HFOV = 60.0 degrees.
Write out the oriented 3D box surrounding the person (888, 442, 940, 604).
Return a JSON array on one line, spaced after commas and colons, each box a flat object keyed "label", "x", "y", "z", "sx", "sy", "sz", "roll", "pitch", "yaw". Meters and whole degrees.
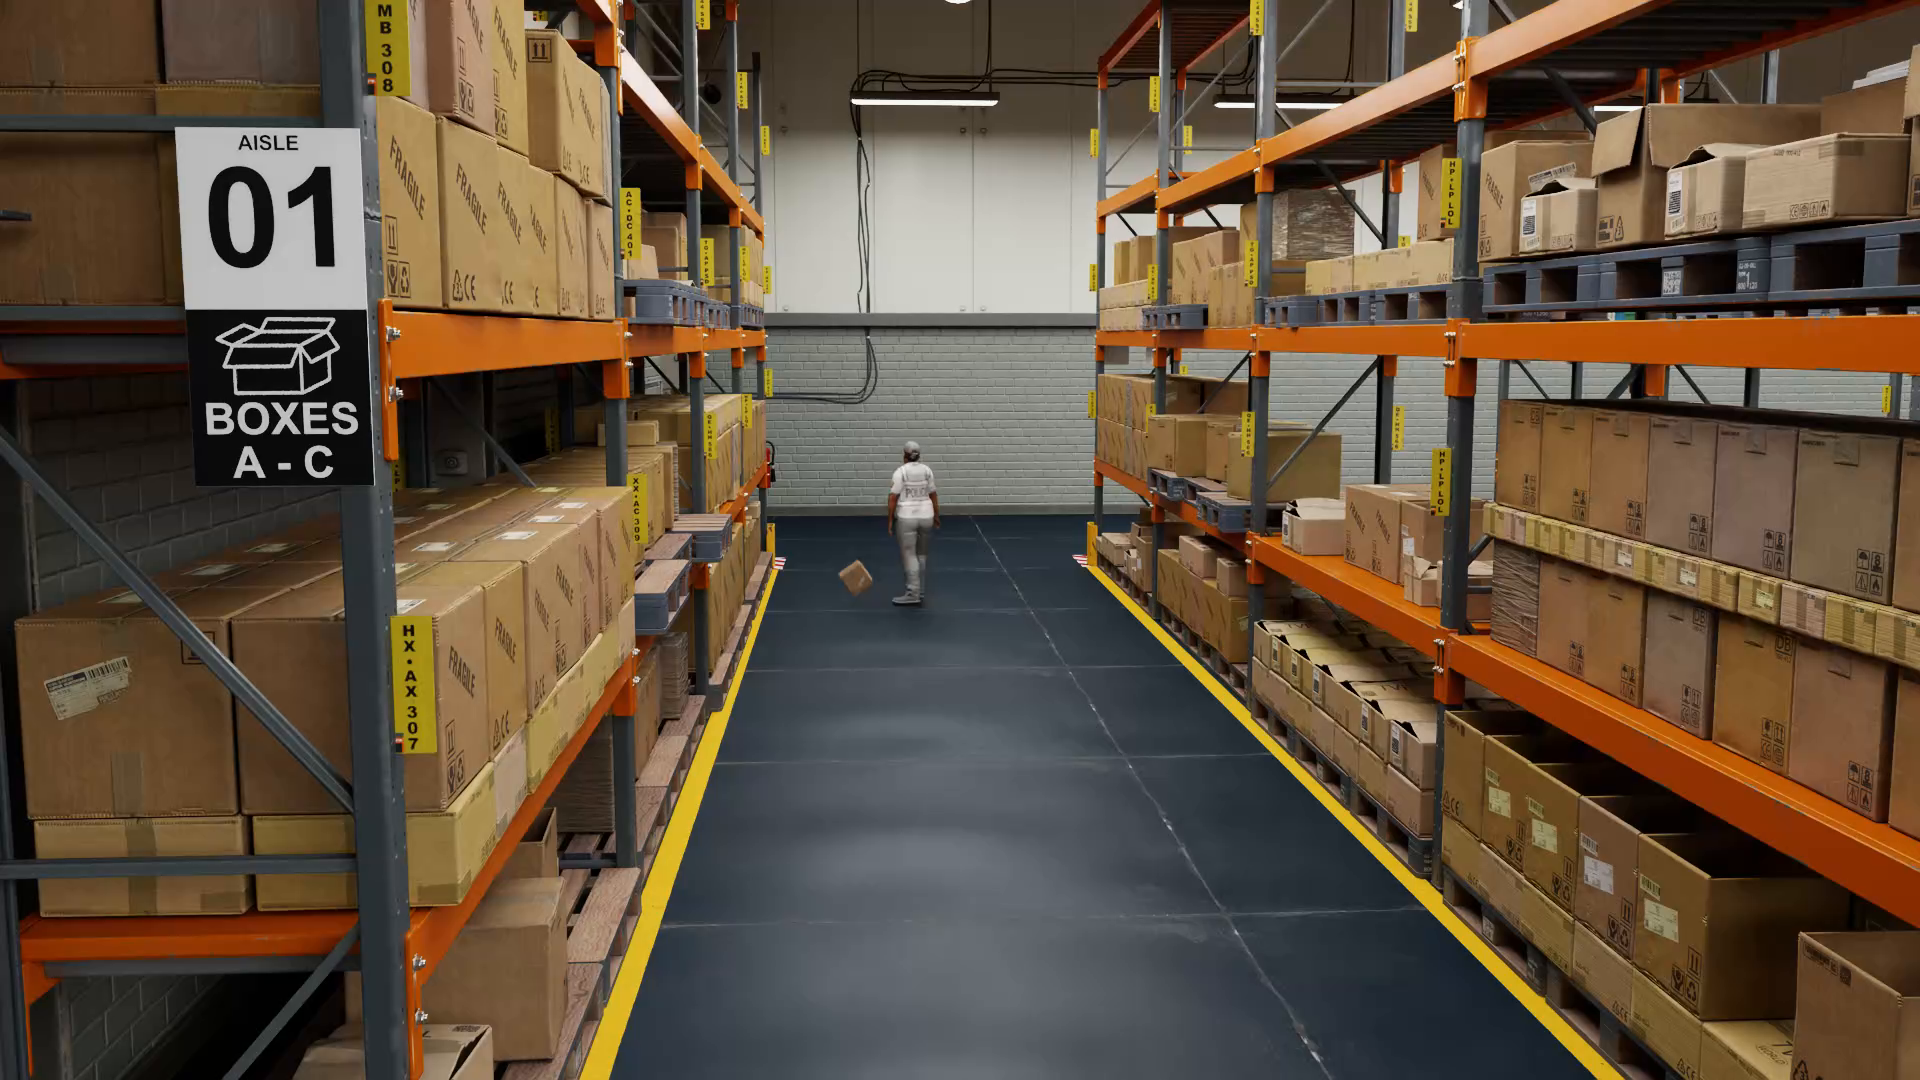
[{"label": "person", "x": -0.483, "y": -0.200, "z": 17.266, "sx": 0.629, "sy": 1.651, "sz": 0.614, "roll": -5, "pitch": 8, "yaw": -33}]
